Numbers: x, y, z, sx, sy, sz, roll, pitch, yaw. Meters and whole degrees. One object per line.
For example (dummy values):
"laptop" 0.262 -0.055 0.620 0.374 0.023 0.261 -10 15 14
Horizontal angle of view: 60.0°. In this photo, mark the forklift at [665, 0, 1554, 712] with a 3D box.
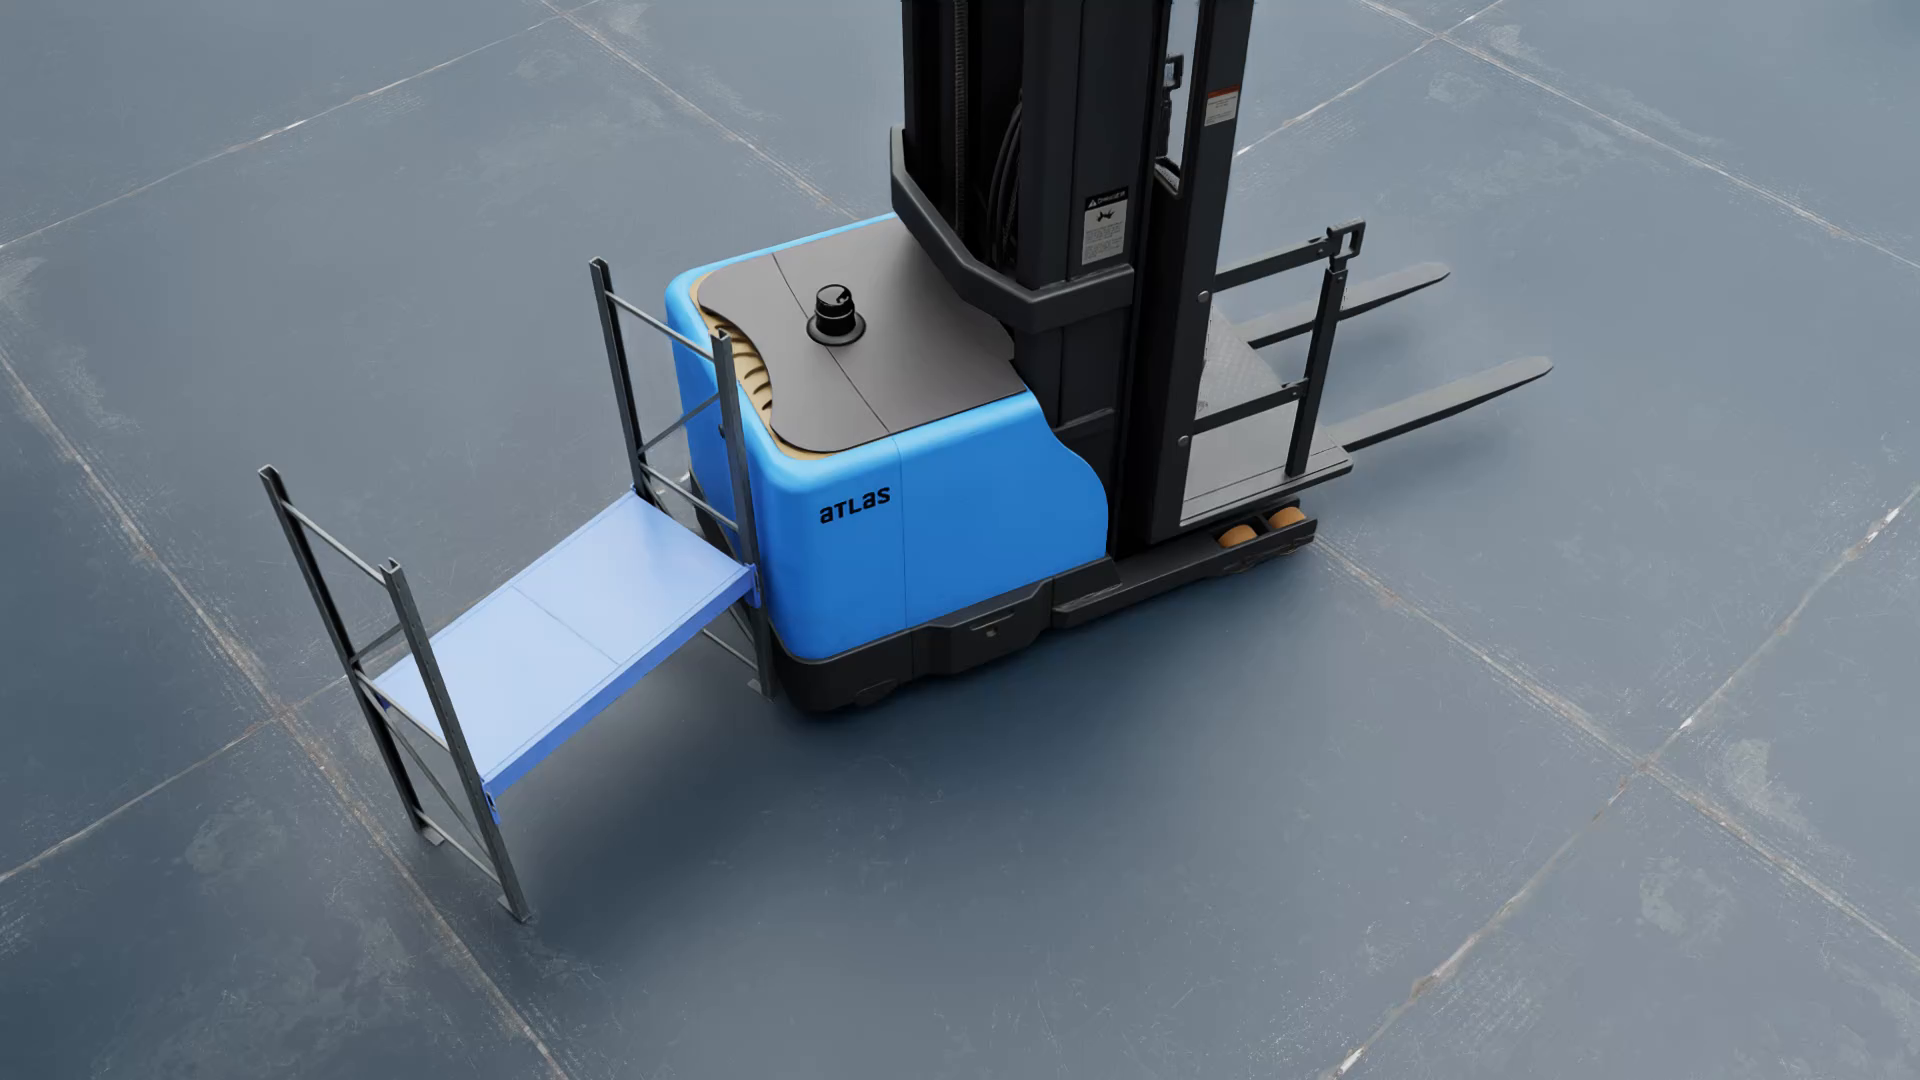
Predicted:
"forklift" 0.648 -1.214 4.876 3.031 2.935 1.130 -19 50 -17

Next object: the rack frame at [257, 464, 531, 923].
"rack frame" -1.430 0.457 4.308 0.500 1.500 0.032 31 55 26

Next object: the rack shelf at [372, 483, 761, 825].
"rack shelf" -1.104 0.292 4.705 0.538 0.185 1.000 31 55 26

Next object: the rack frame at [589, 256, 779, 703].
"rack frame" -0.779 -0.117 4.838 0.500 1.500 0.032 31 55 26

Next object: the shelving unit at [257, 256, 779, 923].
"shelving unit" -1.104 0.170 4.573 0.538 1.500 1.048 31 55 26
